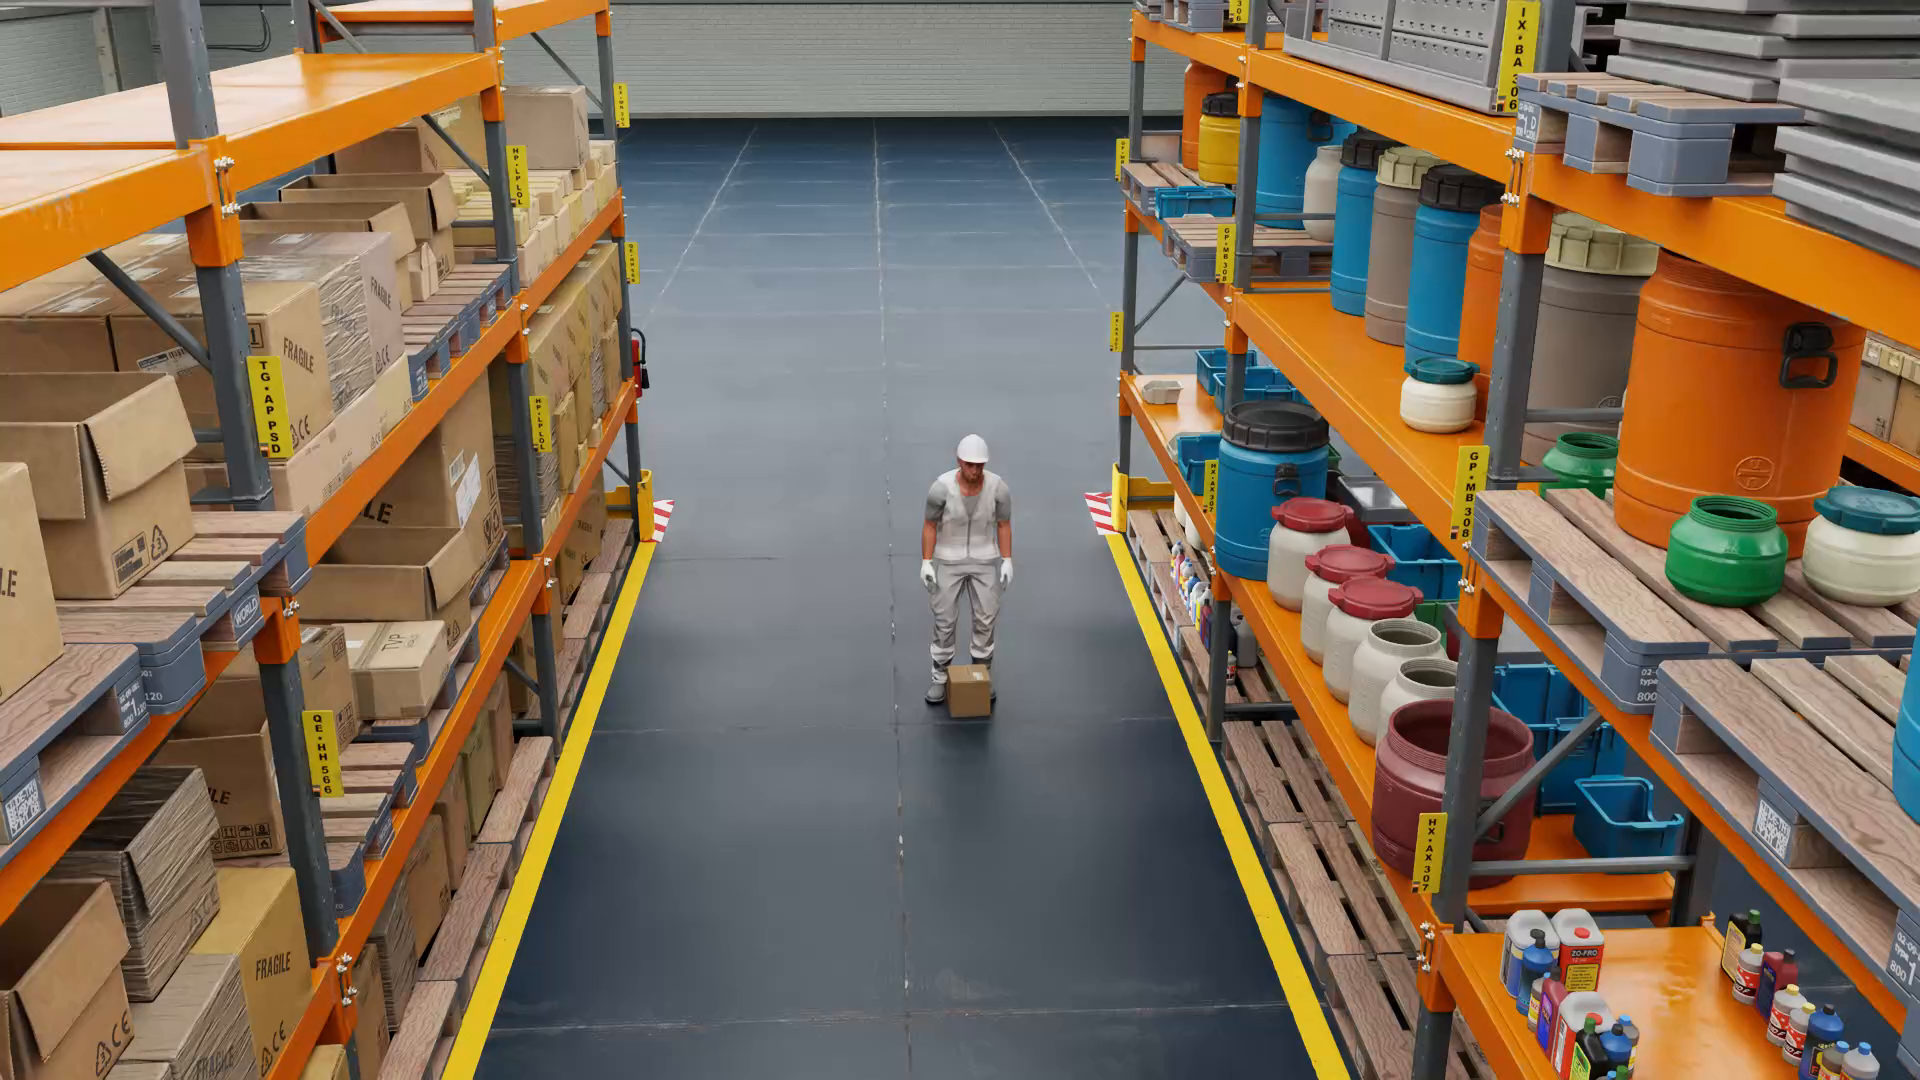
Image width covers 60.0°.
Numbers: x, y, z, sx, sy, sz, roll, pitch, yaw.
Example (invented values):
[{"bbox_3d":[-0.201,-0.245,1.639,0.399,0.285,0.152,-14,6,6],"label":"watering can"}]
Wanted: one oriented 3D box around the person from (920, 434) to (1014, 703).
[{"bbox_3d":[0.046,0.172,10.591,0.608,1.777,0.454,-2,20,-6],"label":"person"}]
